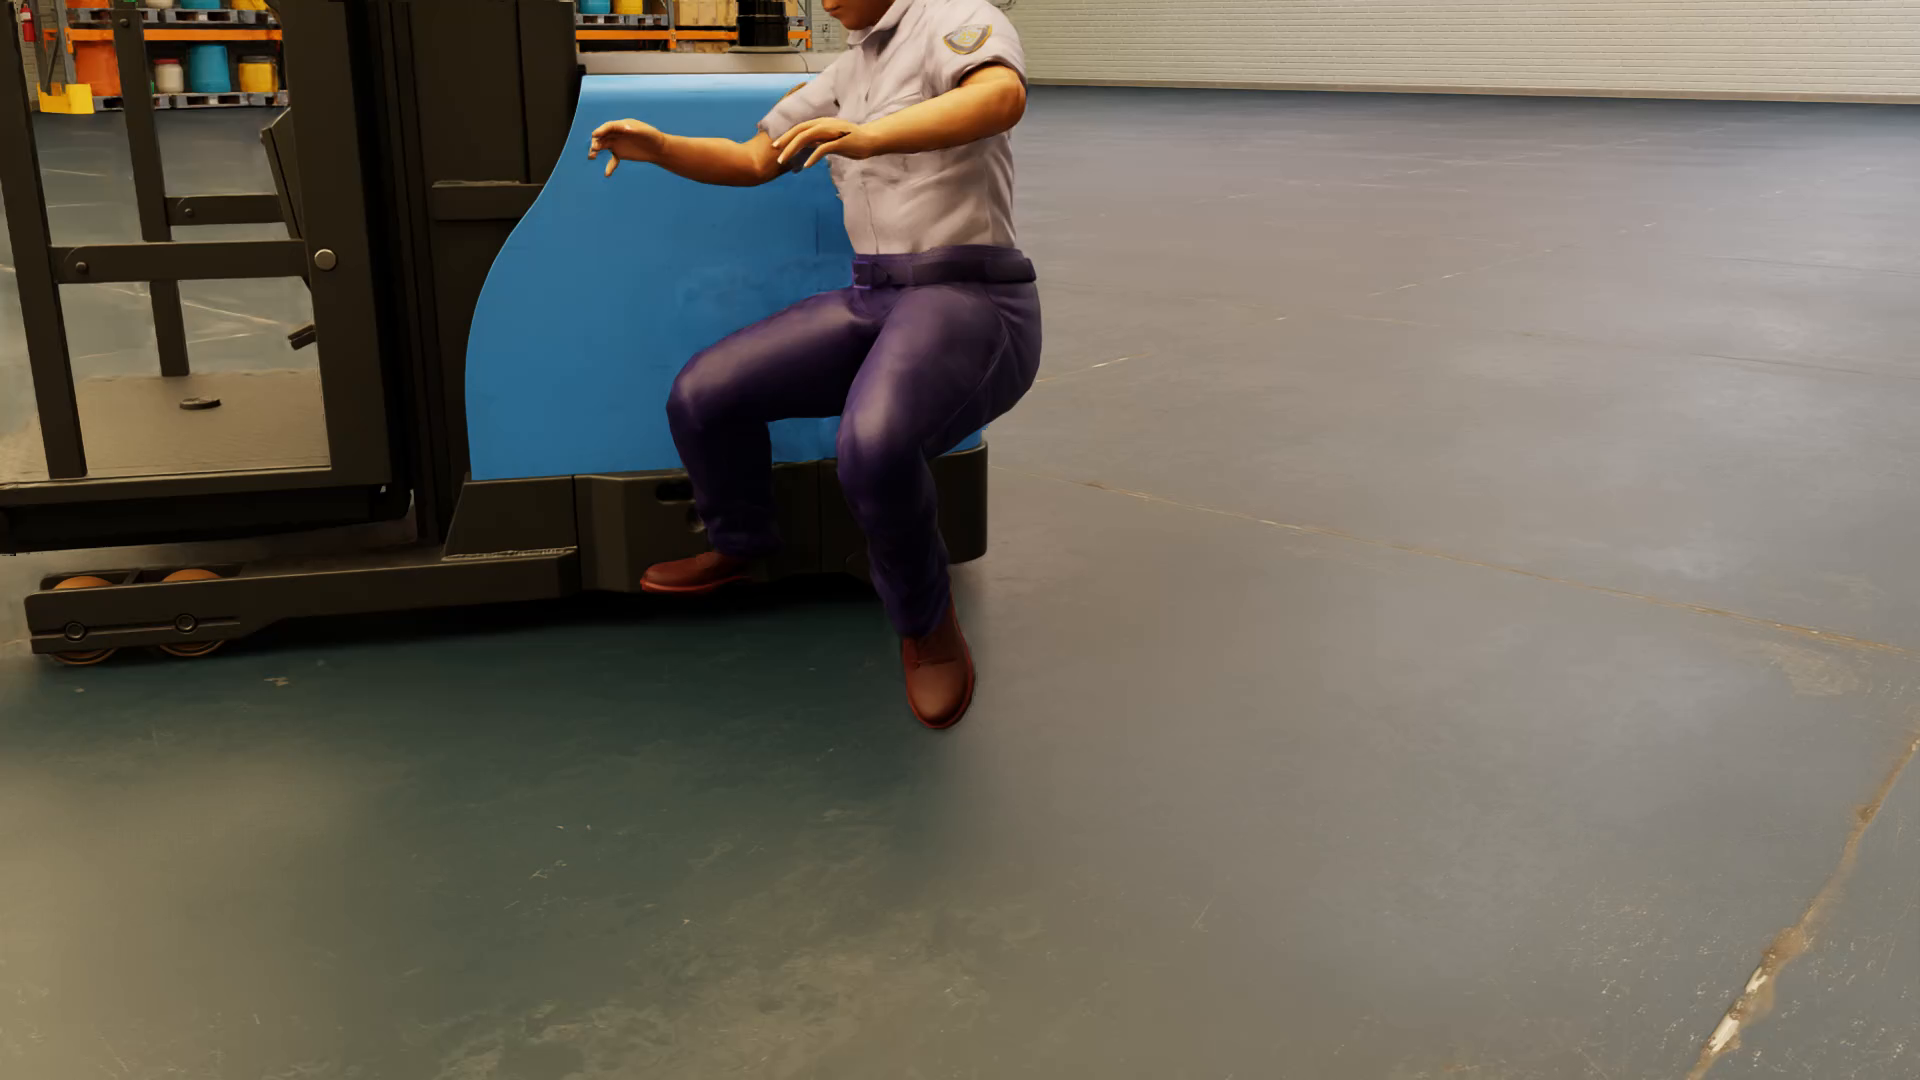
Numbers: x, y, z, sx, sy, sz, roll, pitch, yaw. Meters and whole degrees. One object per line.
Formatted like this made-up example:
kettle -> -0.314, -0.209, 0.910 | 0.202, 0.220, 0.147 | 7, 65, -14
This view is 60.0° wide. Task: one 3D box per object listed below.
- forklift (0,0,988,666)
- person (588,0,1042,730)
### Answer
forklift -> -1.515, -1.333, 3.288 | 3.031, 2.935, 1.130 | -4, 17, -13
person -> -0.247, -0.417, 2.888 | 0.722, 1.410, 0.959 | -9, 19, -27
